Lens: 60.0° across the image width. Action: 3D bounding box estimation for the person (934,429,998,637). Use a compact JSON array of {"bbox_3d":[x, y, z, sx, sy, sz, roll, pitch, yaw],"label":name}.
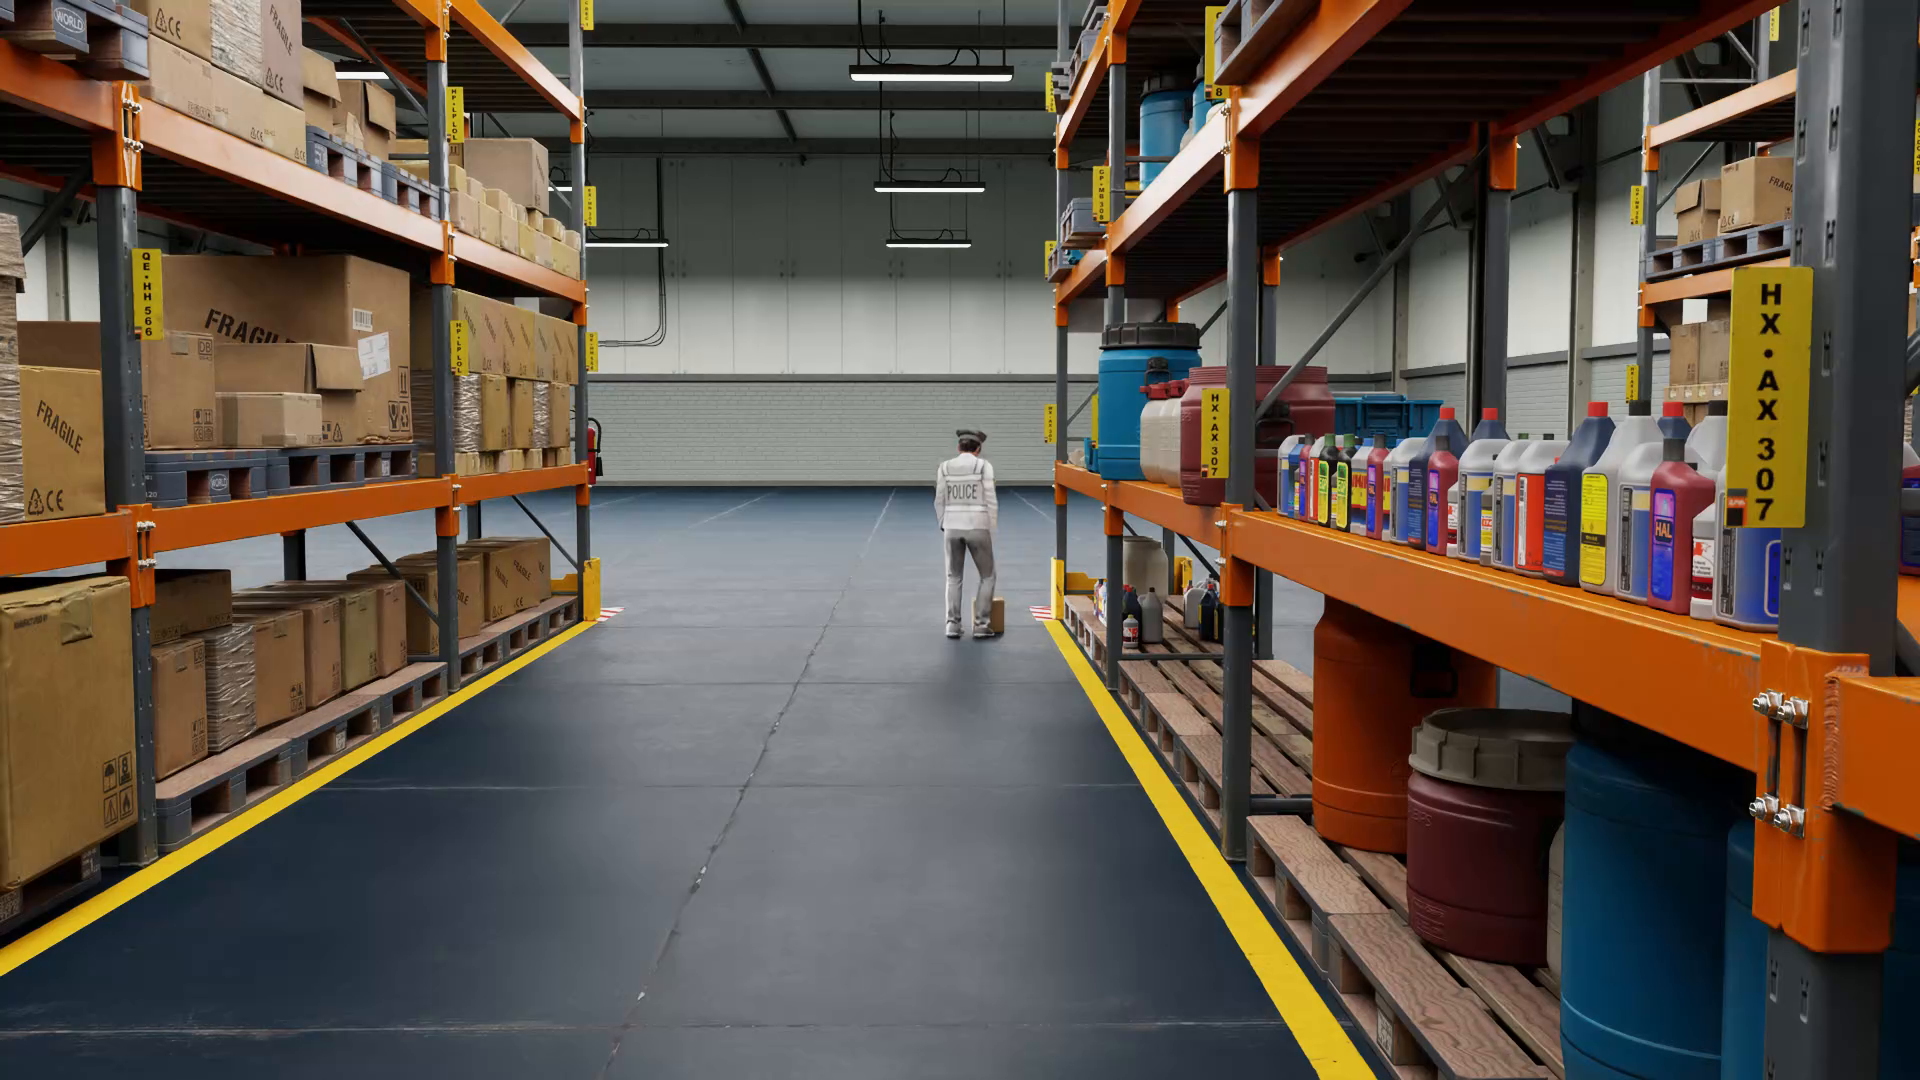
[{"bbox_3d":[0.049,-0.050,12.777,0.508,1.604,0.485,1,4,19],"label":"person"}]
